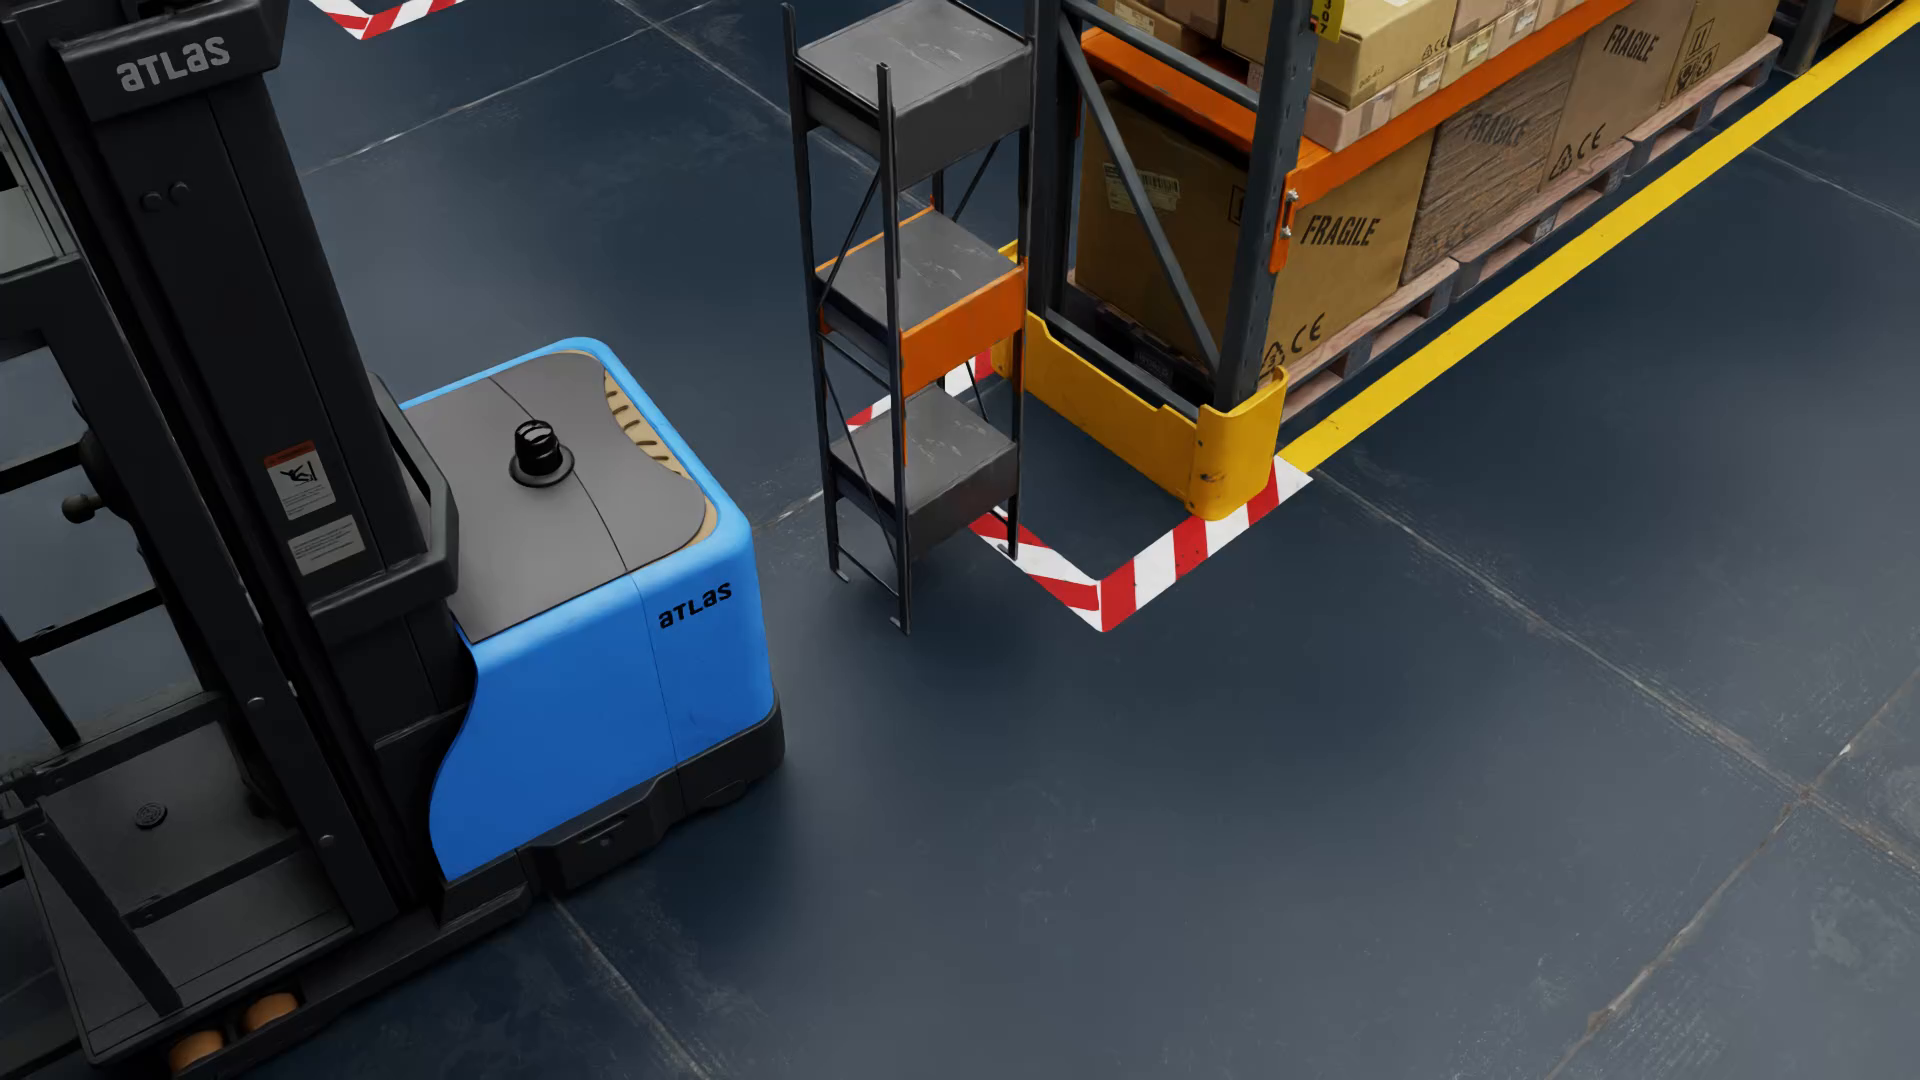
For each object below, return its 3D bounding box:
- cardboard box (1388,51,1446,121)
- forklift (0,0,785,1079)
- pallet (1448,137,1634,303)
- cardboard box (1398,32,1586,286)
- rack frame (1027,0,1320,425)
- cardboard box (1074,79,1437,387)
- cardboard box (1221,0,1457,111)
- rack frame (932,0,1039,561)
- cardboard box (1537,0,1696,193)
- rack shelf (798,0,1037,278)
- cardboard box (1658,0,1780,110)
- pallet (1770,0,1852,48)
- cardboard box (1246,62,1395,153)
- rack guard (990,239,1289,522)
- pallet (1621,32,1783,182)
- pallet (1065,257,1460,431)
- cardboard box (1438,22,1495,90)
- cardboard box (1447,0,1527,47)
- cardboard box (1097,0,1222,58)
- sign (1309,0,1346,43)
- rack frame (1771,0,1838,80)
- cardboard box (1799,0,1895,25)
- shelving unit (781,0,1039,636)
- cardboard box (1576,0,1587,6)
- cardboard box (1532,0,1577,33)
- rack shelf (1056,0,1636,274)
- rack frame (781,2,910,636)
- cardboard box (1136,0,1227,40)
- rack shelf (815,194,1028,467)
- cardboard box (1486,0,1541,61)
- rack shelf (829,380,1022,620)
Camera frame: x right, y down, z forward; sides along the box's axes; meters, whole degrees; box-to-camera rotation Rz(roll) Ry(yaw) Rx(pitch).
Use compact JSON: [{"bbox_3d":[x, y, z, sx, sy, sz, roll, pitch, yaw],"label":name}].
[{"bbox_3d":[1.301,-1.515,5.278,0.250,0.149,0.380,-35,56,-28],"label":"cardboard box"},{"bbox_3d":[-2.040,0.014,3.743,3.031,2.935,1.130,-26,53,-22],"label":"forklift"},{"bbox_3d":[2.069,-1.569,7.054,1.213,0.211,1.003,-34,56,-27],"label":"pallet"},{"bbox_3d":[1.721,-1.708,6.445,0.875,0.875,0.875,-34,56,-27],"label":"cardboard box"},{"bbox_3d":[0.628,-1.476,5.071,0.127,3.000,1.000,-34,56,-27],"label":"rack frame"},{"bbox_3d":[1.047,-1.258,6.030,0.875,0.875,0.875,-34,56,-27],"label":"cardboard box"},{"bbox_3d":[1.164,-1.617,5.101,0.500,0.250,0.500,-35,56,-28],"label":"cardboard box"},{"bbox_3d":[0.058,-0.751,5.014,0.015,2.100,0.400,-34,56,-27],"label":"rack frame"},{"bbox_3d":[2.379,-2.148,6.851,0.875,0.875,0.875,-34,56,-27],"label":"cardboard box"},{"bbox_3d":[-0.123,-1.096,4.398,0.480,0.518,0.431,-34,56,-27],"label":"rack shelf"},{"bbox_3d":[3.045,-2.593,7.262,0.875,0.875,0.875,-34,56,-27],"label":"cardboard box"},{"bbox_3d":[4.107,-2.931,8.311,1.213,0.211,1.003,-34,56,-27],"label":"pallet"},{"bbox_3d":[1.112,-1.387,5.160,0.250,0.149,0.380,-33,55,-27],"label":"cardboard box"},{"bbox_3d":[0.610,-0.617,5.979,0.348,0.500,1.175,-34,56,-27],"label":"rack guard"},{"bbox_3d":[2.972,-2.175,7.613,1.213,0.211,1.003,-34,56,-27],"label":"pallet"},{"bbox_3d":[1.167,-0.969,6.500,1.213,0.211,1.003,-34,56,-27],"label":"pallet"},{"bbox_3d":[1.490,-1.642,5.395,0.250,0.149,0.380,-35,56,-28],"label":"cardboard box"},{"bbox_3d":[1.545,-1.877,5.341,0.500,0.250,0.500,-34,56,-28],"label":"cardboard box"},{"bbox_3d":[0.670,-1.746,5.491,0.250,0.149,0.380,-33,55,-27],"label":"cardboard box"},{"bbox_3d":[0.997,-1.492,4.443,0.005,0.325,0.100,-34,56,-27],"label":"sign"},{"bbox_3d":[3.587,-3.454,6.896,0.127,3.000,1.000,-34,56,-27],"label":"rack frame"},{"bbox_3d":[4.047,-3.203,7.825,0.875,0.875,1.225,-34,56,-27],"label":"cardboard box"},{"bbox_3d":[-0.123,-0.630,4.903,0.503,2.100,0.431,-34,56,-27],"label":"shelving unit"},{"bbox_3d":[2.062,-2.024,5.748,0.250,0.149,0.380,-34,56,-27],"label":"cardboard box"},{"bbox_3d":[1.871,-1.896,5.630,0.250,0.149,0.380,-35,56,-28],"label":"cardboard box"},{"bbox_3d":[2.107,-2.221,6.248,4.000,0.370,1.077,-34,56,-27],"label":"rack shelf"},{"bbox_3d":[-0.303,-0.509,4.791,0.015,2.100,0.400,-34,56,-27],"label":"rack frame"},{"bbox_3d":[0.808,-1.910,5.371,0.500,0.250,0.500,-35,56,-28],"label":"cardboard box"},{"bbox_3d":[-0.123,-0.621,4.913,0.480,0.518,0.431,-34,56,-27],"label":"rack shelf"},{"bbox_3d":[1.683,-1.771,5.514,0.250,0.149,0.380,-35,56,-28],"label":"cardboard box"},{"bbox_3d":[-0.123,-0.146,5.427,0.480,0.518,0.431,-34,56,-27],"label":"rack shelf"}]
